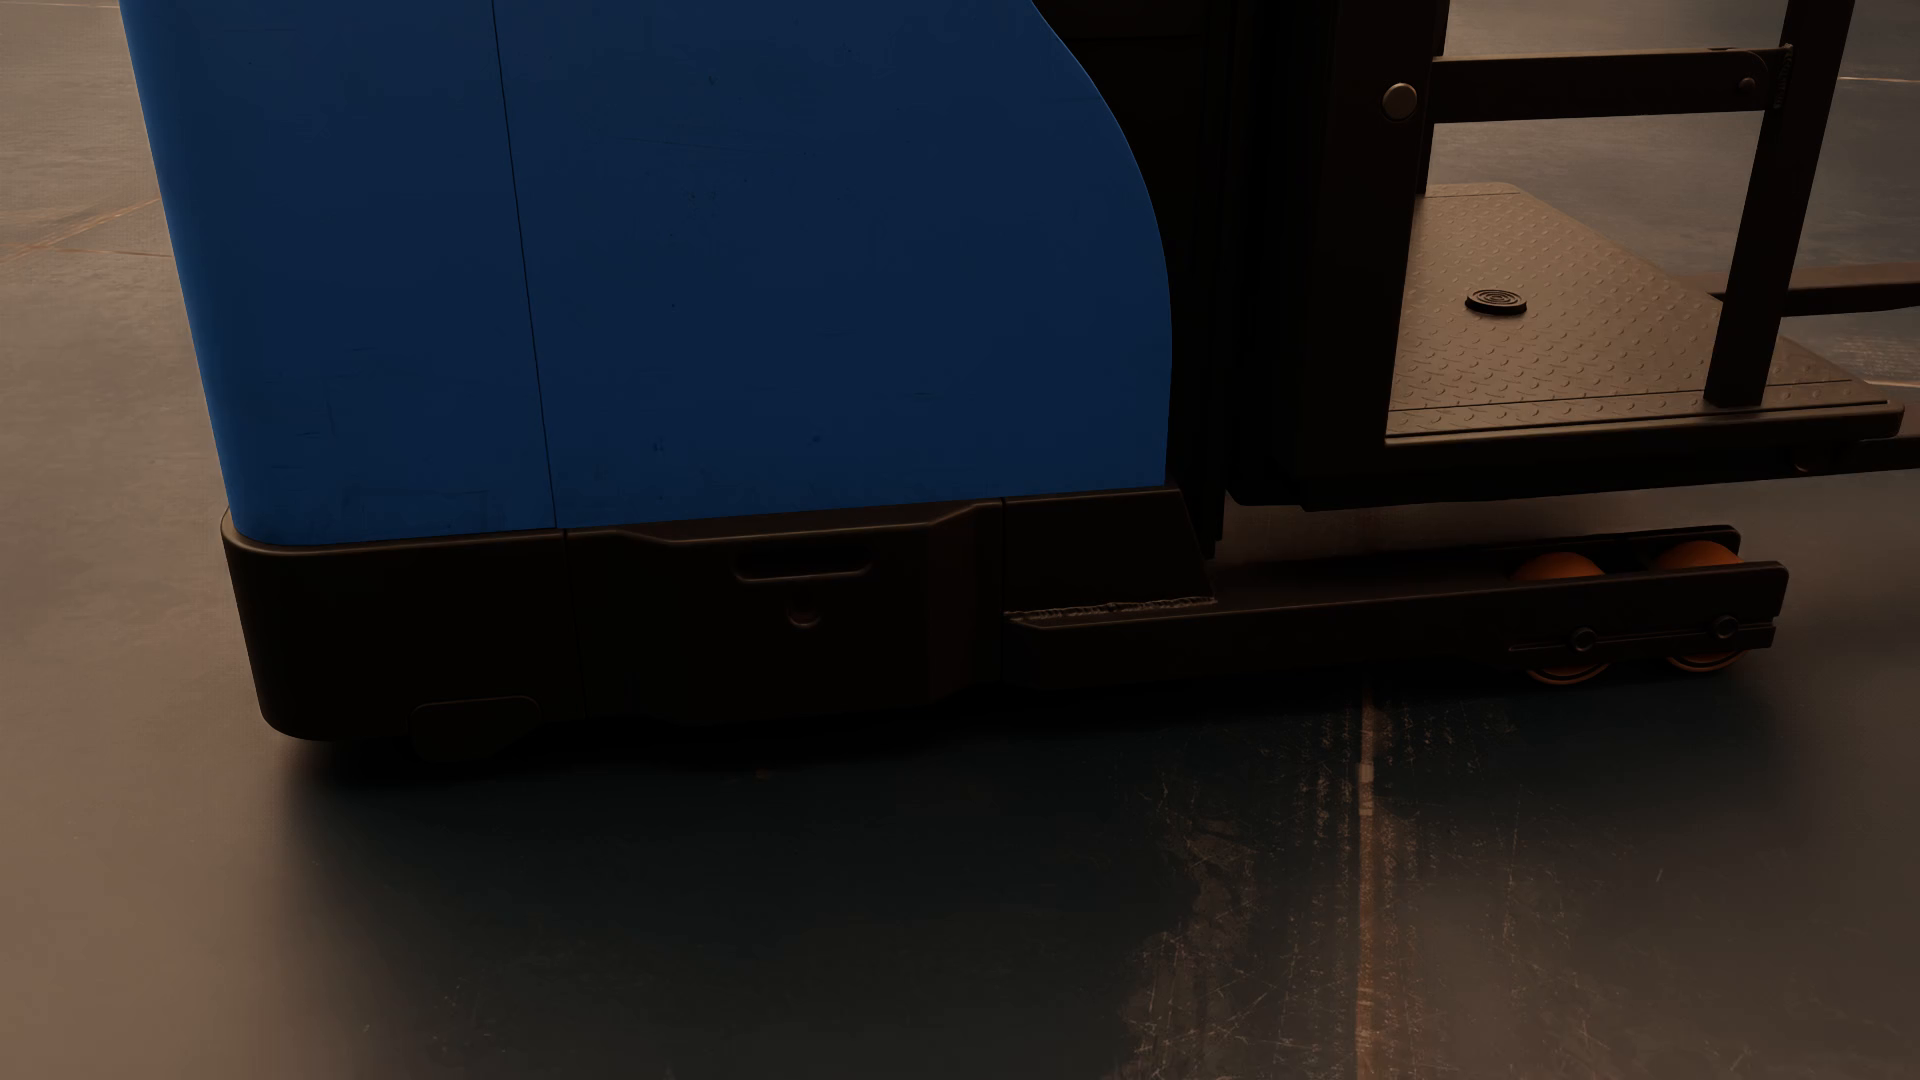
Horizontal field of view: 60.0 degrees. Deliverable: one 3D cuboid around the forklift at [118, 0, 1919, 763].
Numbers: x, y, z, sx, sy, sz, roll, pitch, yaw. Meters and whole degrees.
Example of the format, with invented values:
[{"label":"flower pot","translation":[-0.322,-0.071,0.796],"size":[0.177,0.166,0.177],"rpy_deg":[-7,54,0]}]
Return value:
[{"label":"forklift","translation":[0.600,-1.354,1.930],"size":[3.031,2.935,1.130],"rpy_deg":[-4,27,-9]}]
